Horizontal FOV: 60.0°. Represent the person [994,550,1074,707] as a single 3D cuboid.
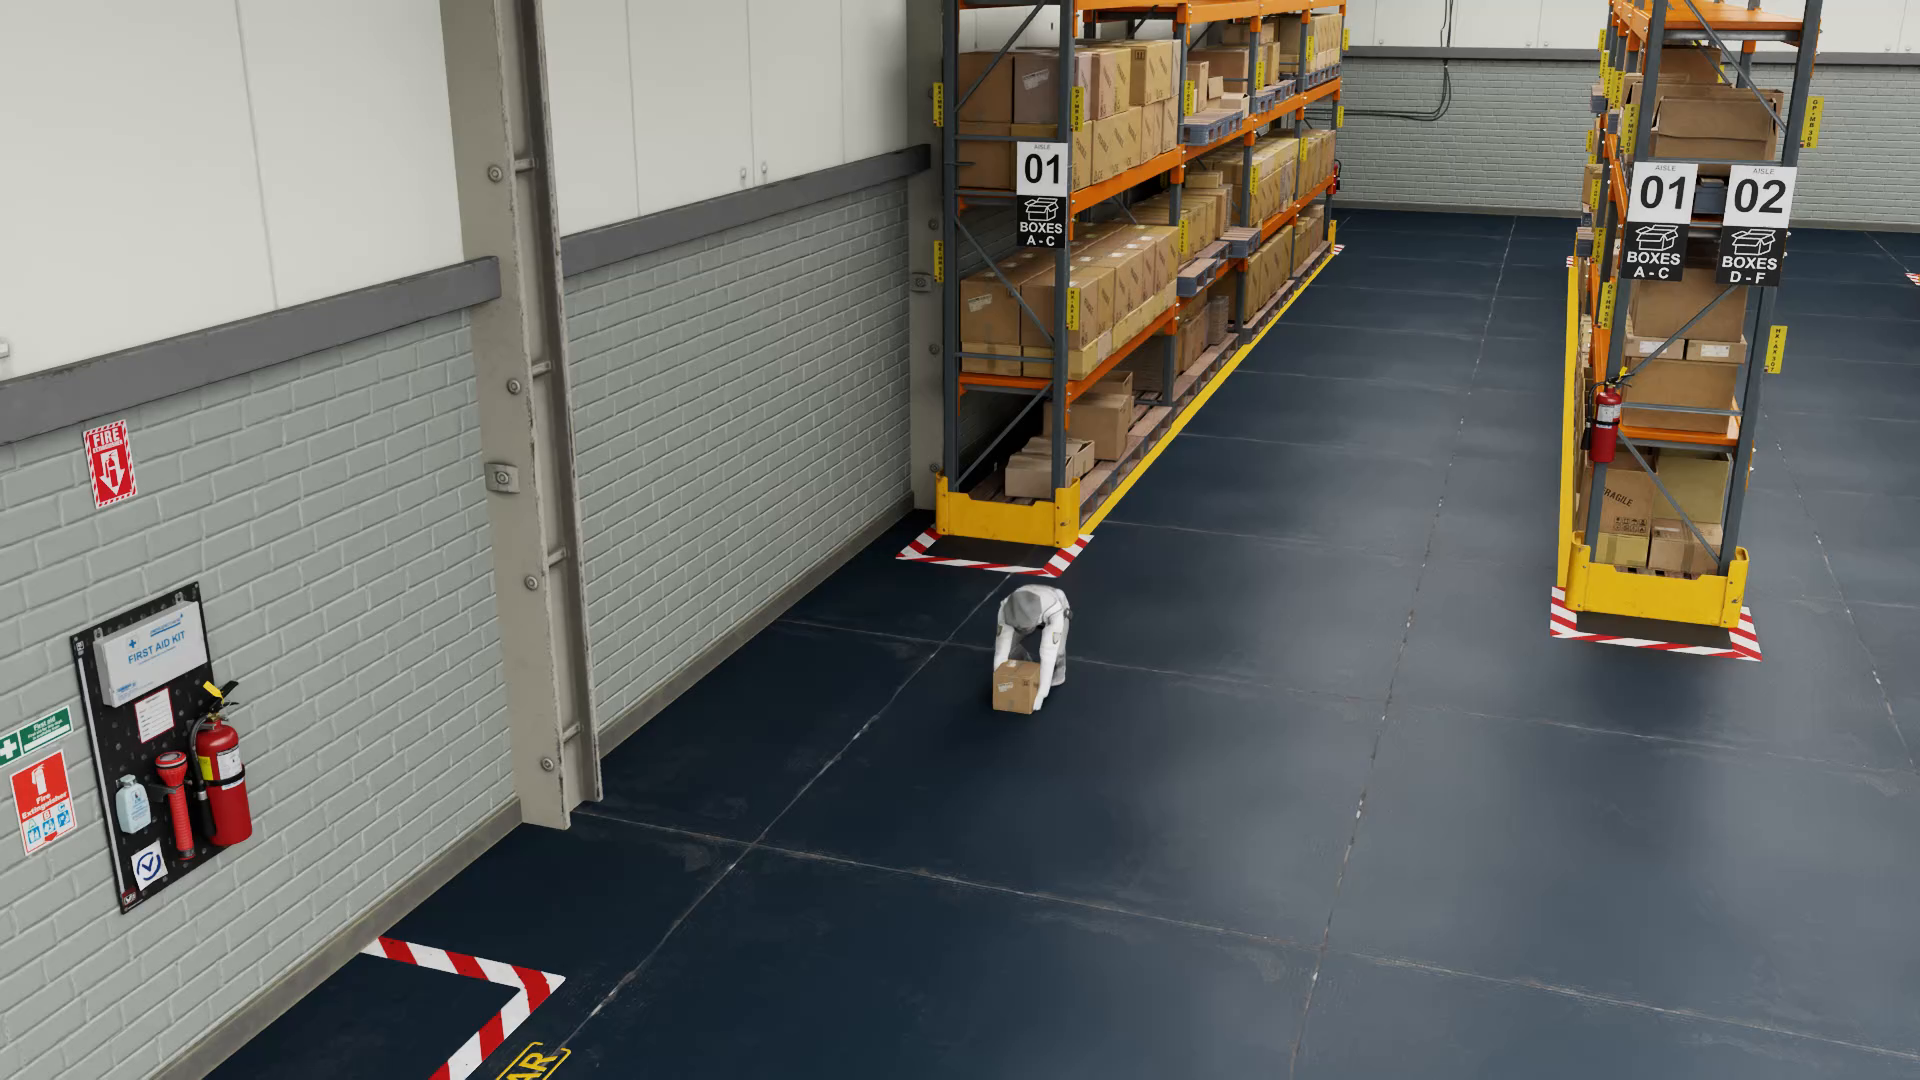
[{"bbox_3d":[0.470,0.553,10.711,0.466,0.851,0.886,5,20,16],"label":"person"}]
